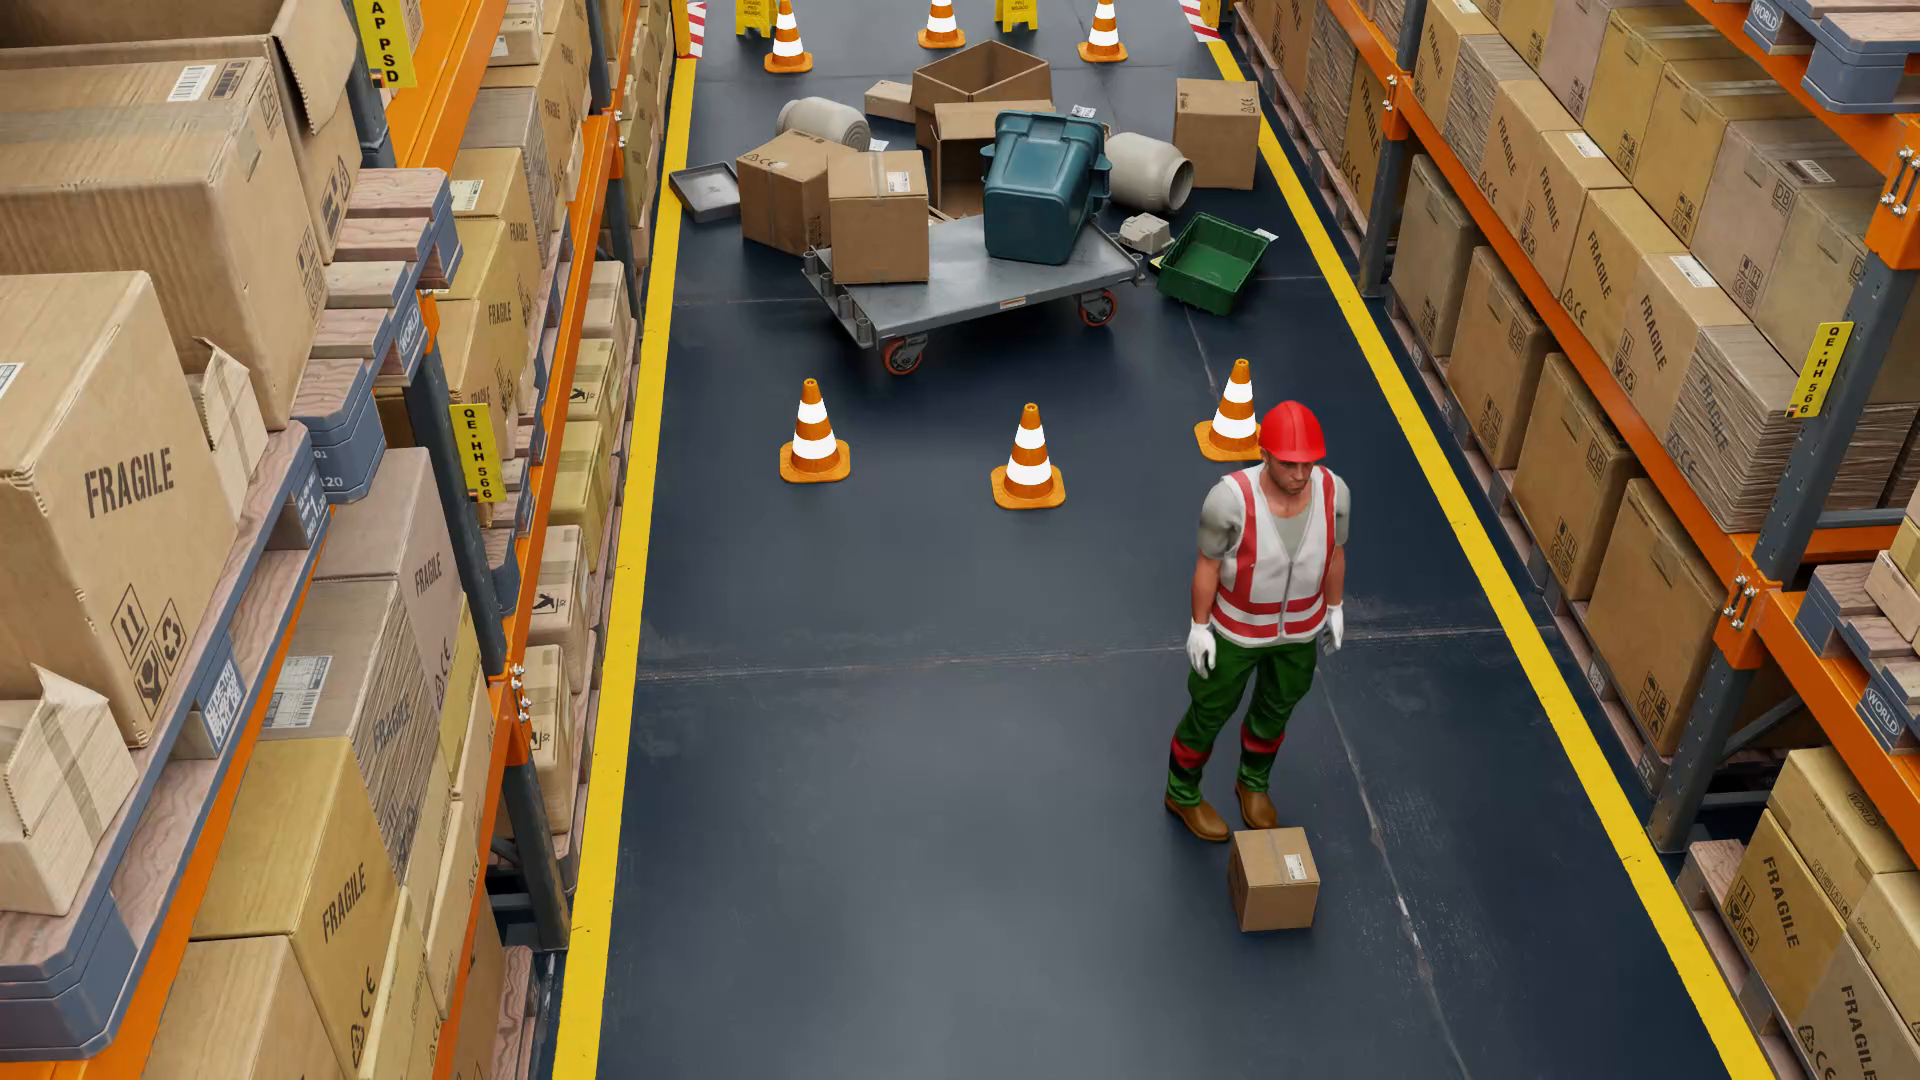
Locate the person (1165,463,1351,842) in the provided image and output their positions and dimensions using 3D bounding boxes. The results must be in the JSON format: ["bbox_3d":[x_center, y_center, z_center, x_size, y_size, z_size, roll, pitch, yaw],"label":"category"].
[{"bbox_3d":[1.067,0.401,5.822,0.578,1.552,0.370,-7,39,-8],"label":"person"}]
